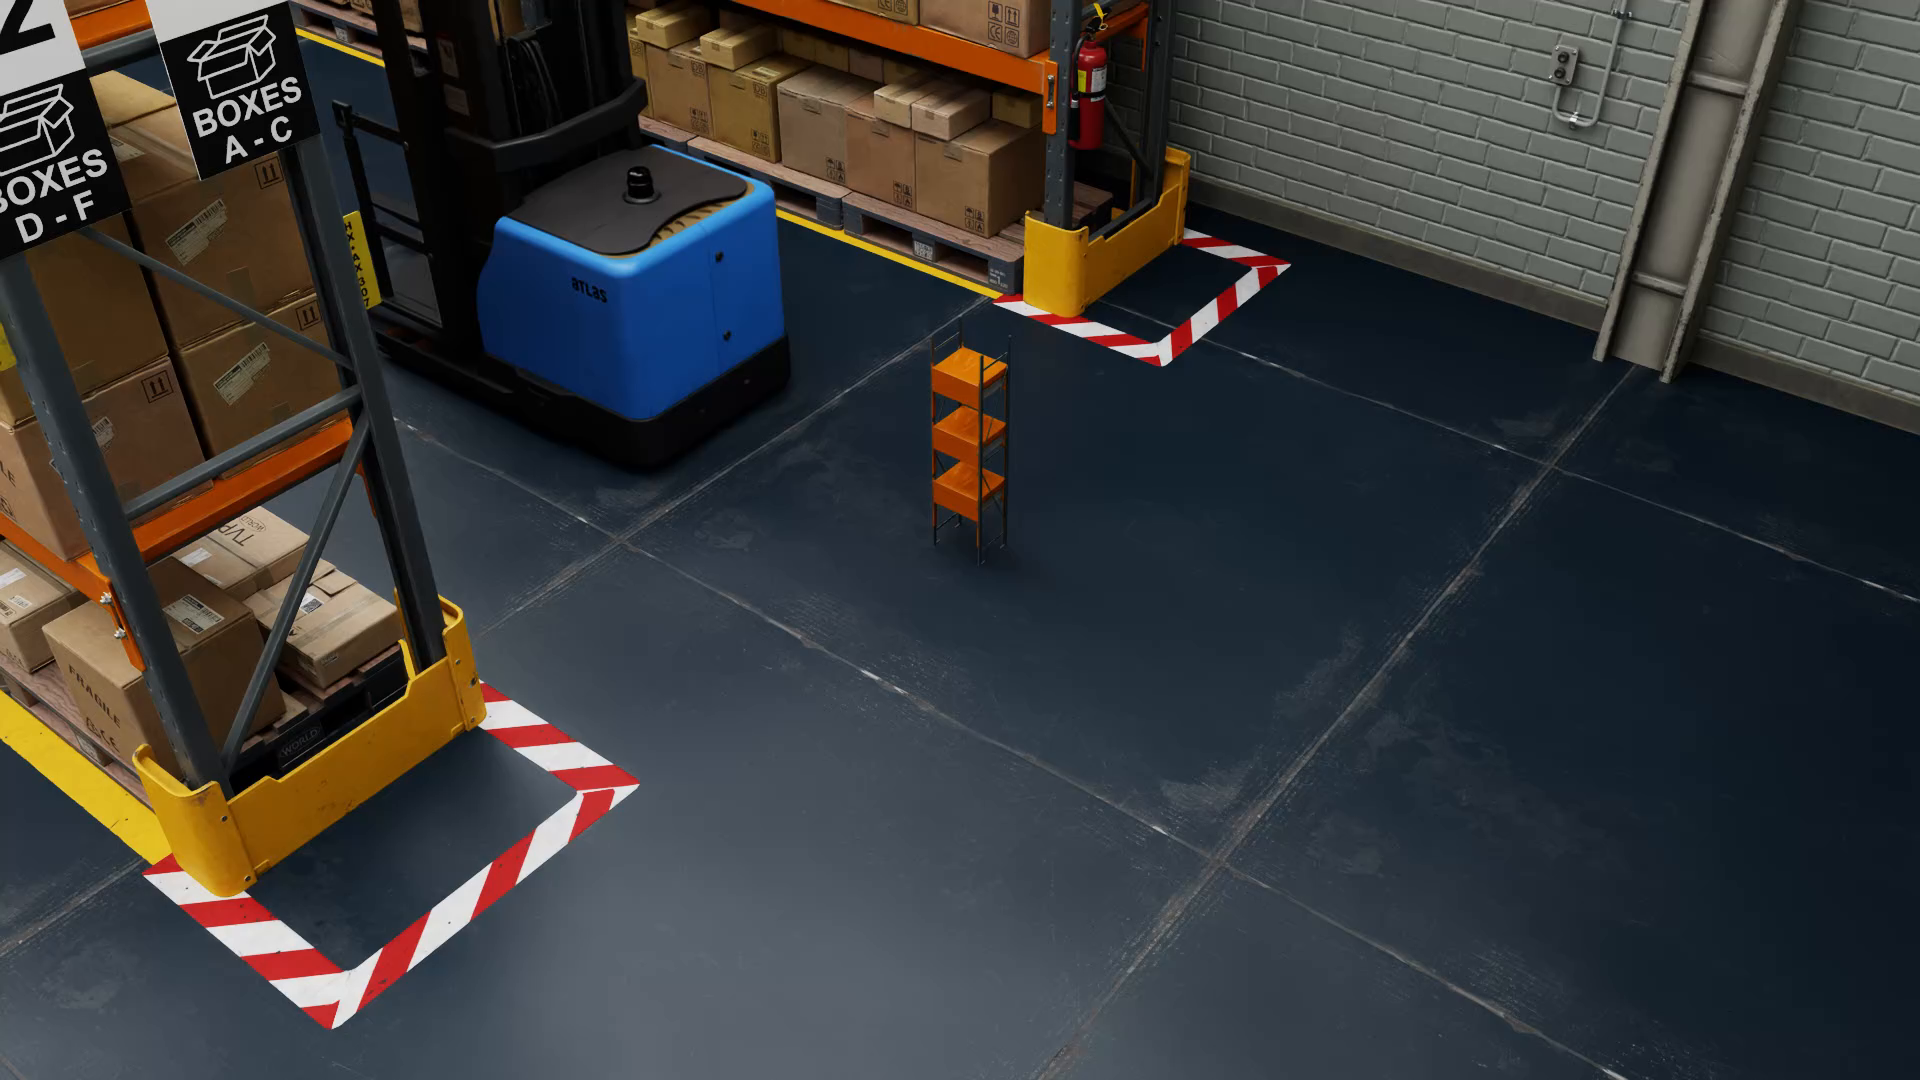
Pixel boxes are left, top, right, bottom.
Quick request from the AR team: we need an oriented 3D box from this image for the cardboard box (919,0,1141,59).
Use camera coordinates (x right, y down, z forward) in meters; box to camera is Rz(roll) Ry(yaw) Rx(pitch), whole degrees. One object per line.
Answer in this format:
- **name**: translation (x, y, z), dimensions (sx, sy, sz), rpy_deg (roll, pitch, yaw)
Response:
- **cardboard box**: translation (0.371, -2.995, 8.399), dimensions (0.700, 0.700, 0.980), rpy_deg (27, 46, 30)

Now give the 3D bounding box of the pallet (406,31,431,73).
- **pallet**: translation (-3.053, -3.343, 11.348), dimensions (1.213, 0.211, 1.003), rpy_deg (25, 45, 29)

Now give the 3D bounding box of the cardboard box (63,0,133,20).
- **cardboard box**: translation (-2.478, -1.703, 4.680), dimensions (0.500, 0.250, 0.500), rpy_deg (25, 45, 29)

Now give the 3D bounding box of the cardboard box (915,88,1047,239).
- **cardboard box**: translation (0.166, -2.085, 9.167), dimensions (0.500, 0.500, 0.700), rpy_deg (25, 45, 29)

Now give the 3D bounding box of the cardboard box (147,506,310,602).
- **cardboard box**: translation (-2.881, 0.116, 6.542), dimensions (0.500, 0.250, 0.500), rpy_deg (25, 45, 29)

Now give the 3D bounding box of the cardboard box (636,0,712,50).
- **cardboard box**: translation (-1.702, -3.077, 9.908), dimensions (0.250, 0.149, 0.380), rpy_deg (27, 45, 30)

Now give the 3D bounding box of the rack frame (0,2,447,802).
- **rack frame**: translation (-2.224, -0.264, 5.153), dimensions (0.127, 3.000, 1.000), rpy_deg (25, 45, 29)

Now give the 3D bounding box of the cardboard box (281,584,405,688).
- **cardboard box**: translation (-2.348, 0.361, 6.312), dimensions (0.250, 0.149, 0.380), rpy_deg (25, 45, 29)

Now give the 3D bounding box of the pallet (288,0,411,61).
- **pallet**: translation (-4.027, -3.799, 11.932), dimensions (1.213, 0.211, 1.003), rpy_deg (25, 45, 29)

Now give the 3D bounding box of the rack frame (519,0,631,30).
- **rack frame**: translation (-2.395, -4.189, 10.167), dimensions (0.127, 3.000, 1.000), rpy_deg (25, 45, 29)

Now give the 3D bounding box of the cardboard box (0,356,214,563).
- **cardboard box**: translation (-2.745, -0.337, 5.167), dimensions (0.500, 0.500, 0.500), rpy_deg (27, 45, 30)

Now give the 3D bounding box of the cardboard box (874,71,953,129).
- **cardboard box**: translation (-0.250, -2.395, 9.036), dimensions (0.250, 0.149, 0.380), rpy_deg (26, 45, 30)

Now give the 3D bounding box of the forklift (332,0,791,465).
- **forklift**: translation (-2.317, -2.226, 7.716), dimensions (3.031, 2.935, 1.130), rpy_deg (24, 44, 28)

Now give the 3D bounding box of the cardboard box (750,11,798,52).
- **cardboard box**: translation (-1.028, -3.057, 9.882), dimensions (0.250, 0.149, 0.380), rpy_deg (26, 45, 29)

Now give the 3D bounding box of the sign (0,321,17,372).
- **sign**: translation (-2.577, -0.580, 4.362), dimensions (0.005, 0.325, 0.100), rpy_deg (25, 45, 29)

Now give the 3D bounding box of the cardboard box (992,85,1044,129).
- **cardboard box**: translation (0.387, -2.391, 9.032), dimensions (0.250, 0.149, 0.380), rpy_deg (26, 45, 29)

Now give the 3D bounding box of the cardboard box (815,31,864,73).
- **cardboard box**: translation (-0.622, -2.865, 9.637), dimensions (0.250, 0.149, 0.380), rpy_deg (26, 45, 29)

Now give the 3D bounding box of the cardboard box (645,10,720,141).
- **cardboard box**: translation (-1.466, -2.850, 10.144), dimensions (0.500, 0.500, 0.700), rpy_deg (25, 44, 28)

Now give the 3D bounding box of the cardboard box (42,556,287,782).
- **cardboard box**: translation (-2.806, 0.464, 5.894), dimensions (0.500, 0.500, 0.500), rpy_deg (25, 45, 29)

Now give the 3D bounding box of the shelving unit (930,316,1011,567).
- **shelving unit**: translation (0.043, -0.393, 6.901), dimensions (0.252, 1.050, 0.215), rpy_deg (25, 45, 29)

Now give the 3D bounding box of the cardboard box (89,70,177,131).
- **cardboard box**: translation (-2.836, -1.184, 5.437), dimensions (0.500, 0.500, 0.500), rpy_deg (26, 45, 29)

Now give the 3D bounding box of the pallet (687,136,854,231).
- **pallet**: translation (-0.865, -2.311, 10.030), dimensions (1.213, 0.211, 1.003), rpy_deg (25, 45, 29)

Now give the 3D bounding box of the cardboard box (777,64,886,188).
- **cardboard box**: translation (-0.632, -2.460, 9.646), dimensions (0.500, 0.500, 0.700), rpy_deg (24, 44, 27)

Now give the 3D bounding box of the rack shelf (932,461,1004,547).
- **rack shelf**: translation (0.043, -0.166, 7.079), dimensions (0.240, 0.259, 0.215), rpy_deg (25, 45, 29)

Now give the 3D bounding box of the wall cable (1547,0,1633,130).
- **wall cable**: translation (2.374, -3.074, 7.919), dimensions (1.851, 1.984, 0.084), rpy_deg (25, 45, 29)

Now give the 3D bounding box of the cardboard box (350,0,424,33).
- **cardboard box**: translation (-3.698, -4.019, 11.353), dimensions (0.750, 0.750, 0.750), rpy_deg (27, 45, 30)

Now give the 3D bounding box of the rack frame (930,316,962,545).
- **rack frame**: translation (-0.054, -0.439, 6.959), dimensions (0.008, 1.050, 0.200), rpy_deg (25, 45, 29)

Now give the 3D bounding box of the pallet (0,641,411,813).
- **pallet**: translation (-2.918, 0.508, 6.430), dimensions (1.213, 0.211, 1.003), rpy_deg (25, 45, 29)

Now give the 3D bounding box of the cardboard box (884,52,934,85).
- **cardboard box**: translation (-0.215, -2.675, 9.394), dimensions (0.250, 0.149, 0.380), rpy_deg (26, 45, 29)

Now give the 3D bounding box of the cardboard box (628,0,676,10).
- **cardboard box**: translation (-1.857, -3.446, 10.380), dimensions (0.250, 0.149, 0.380), rpy_deg (25, 44, 28)

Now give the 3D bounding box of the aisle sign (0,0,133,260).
- **aisle sign**: translation (-2.356, -1.112, 4.128), dimensions (0.004, 0.787, 0.394), rpy_deg (25, 45, 29)

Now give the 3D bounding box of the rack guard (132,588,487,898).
- **rack guard**: translation (-2.284, 0.692, 5.960), dimensions (0.348, 0.500, 1.175), rpy_deg (25, 45, 29)

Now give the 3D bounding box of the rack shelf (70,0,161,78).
- **rack shelf**: translation (-3.813, -1.910, 5.407), dimensions (4.000, 0.370, 1.077), rpy_deg (25, 45, 29)

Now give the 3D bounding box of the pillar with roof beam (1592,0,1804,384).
- **pillar with roof beam**: translation (0.837, -2.357, 2.961), dimensions (0.400, 9.000, 9.100), rpy_deg (25, 45, 29)
